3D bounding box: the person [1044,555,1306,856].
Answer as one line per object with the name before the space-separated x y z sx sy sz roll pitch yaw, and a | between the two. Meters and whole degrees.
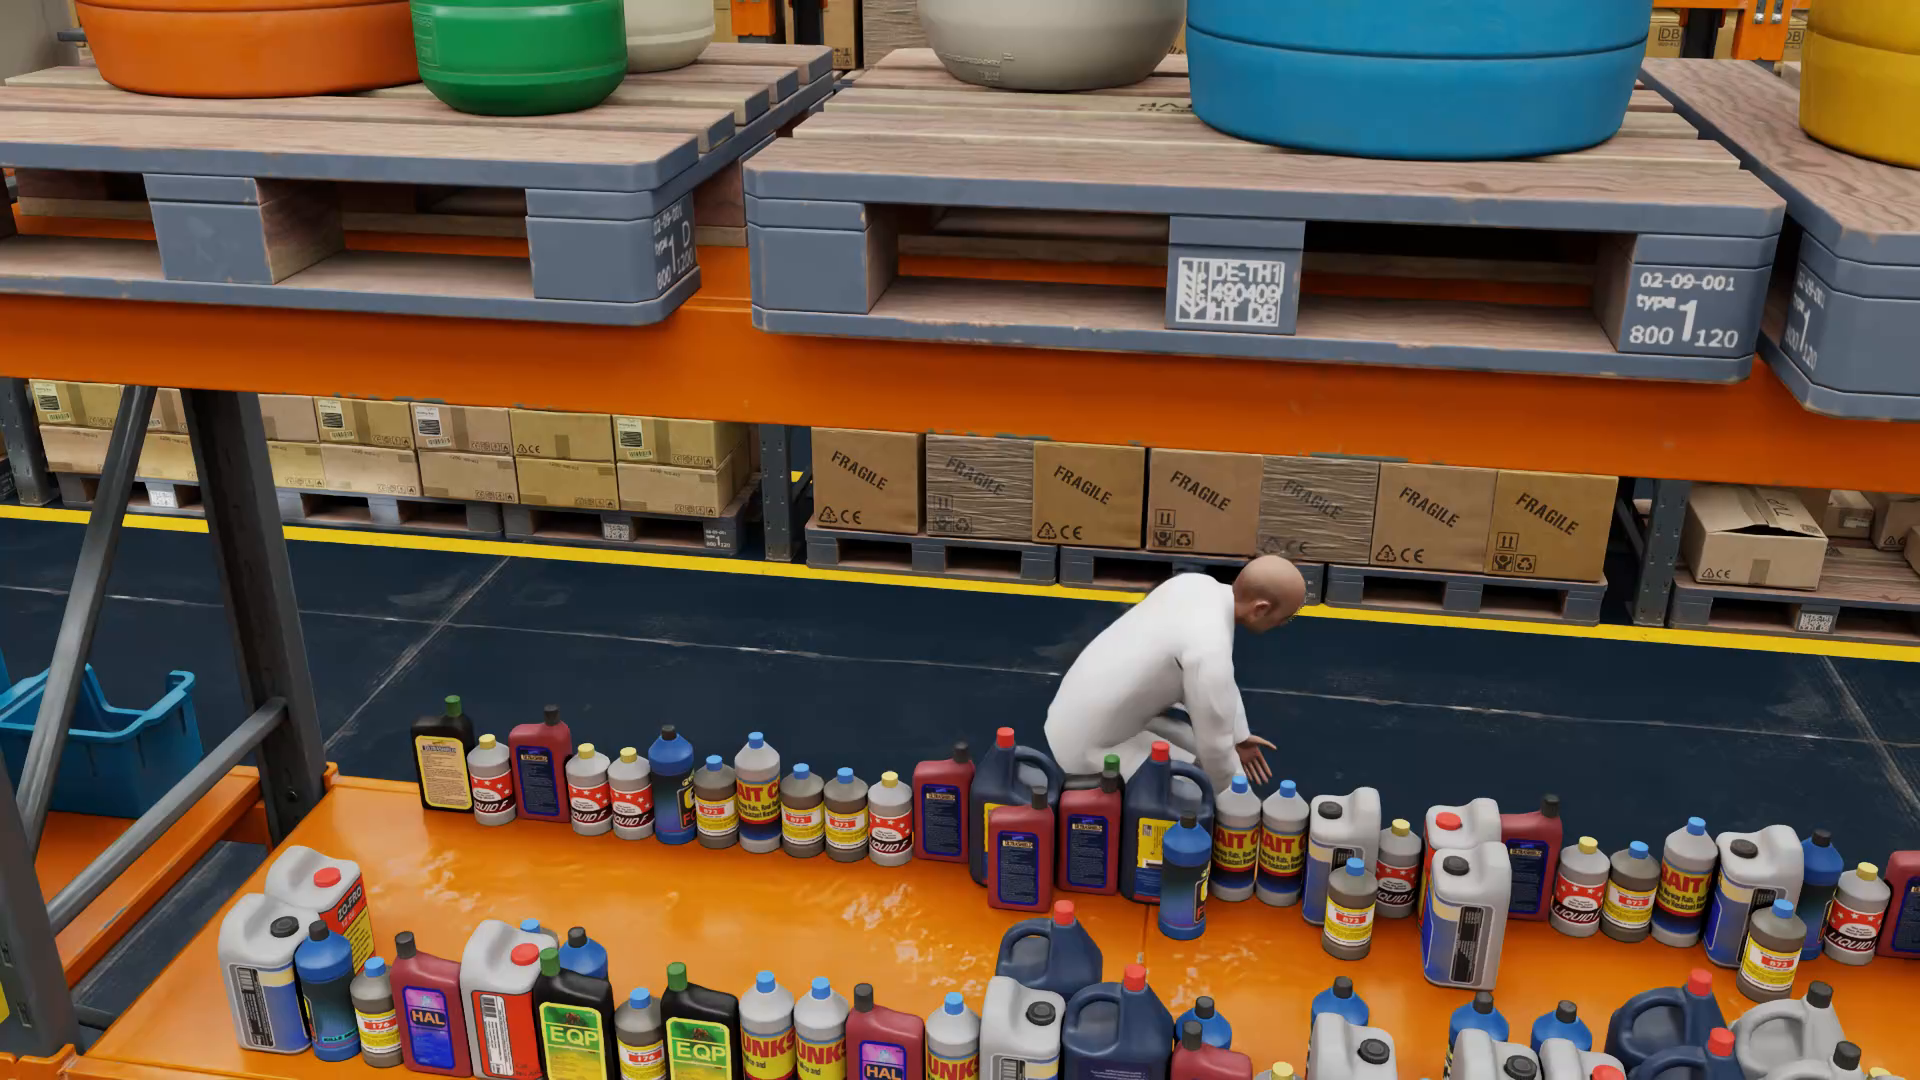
person | 0.664 0.630 5.322 0.780 1.301 0.631 4 25 9
